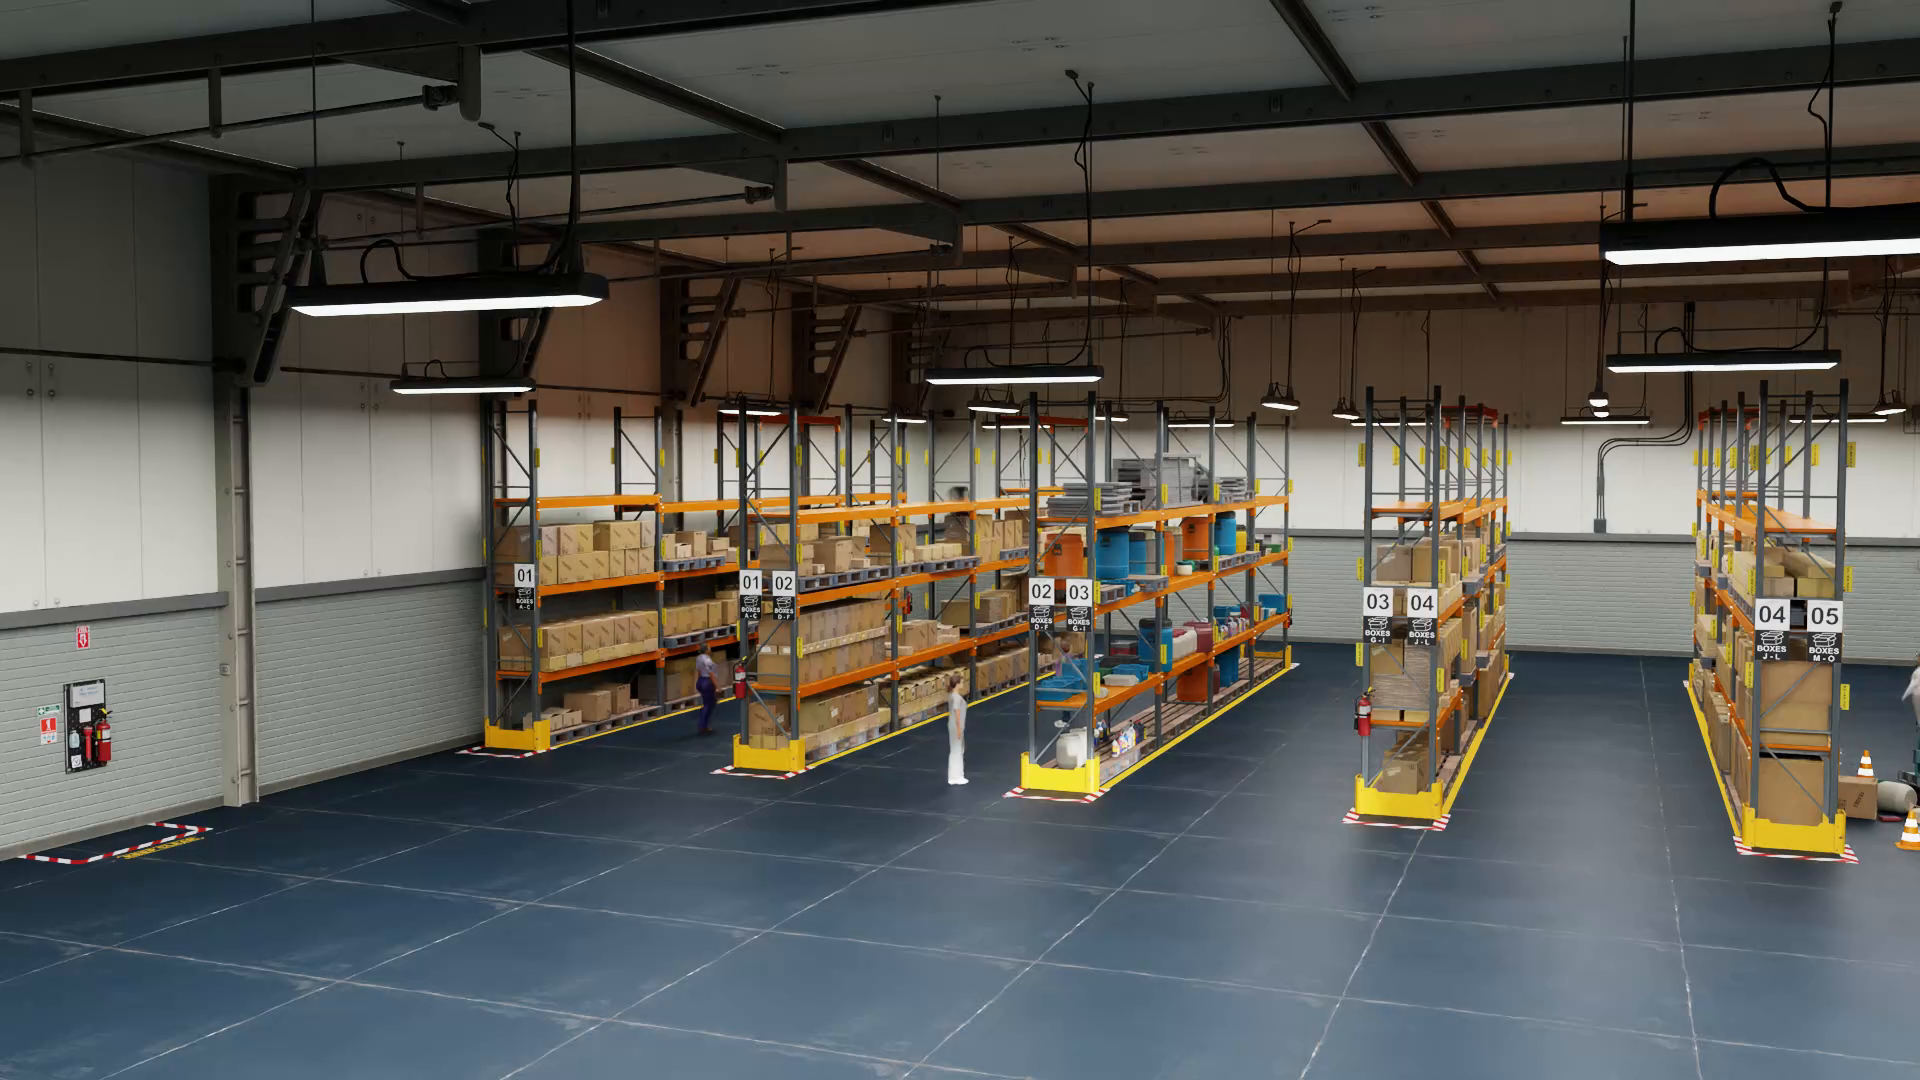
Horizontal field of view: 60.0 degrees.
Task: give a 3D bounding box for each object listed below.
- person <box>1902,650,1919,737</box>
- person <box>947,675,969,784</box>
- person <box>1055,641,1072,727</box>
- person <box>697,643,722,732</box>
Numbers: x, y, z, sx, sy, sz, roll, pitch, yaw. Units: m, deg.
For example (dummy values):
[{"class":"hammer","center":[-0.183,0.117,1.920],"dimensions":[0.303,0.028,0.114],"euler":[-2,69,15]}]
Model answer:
[{"class":"person","center":[16.632,2.736,28.764],"dimensions":[0.567,1.696,0.730],"euler":[0,3,10]},{"class":"person","center":[-0.021,2.927,25.574],"dimensions":[0.398,1.713,0.504],"euler":[0,3,-7]},{"class":"person","center":[1.930,2.670,30.926],"dimensions":[0.355,1.598,0.503],"euler":[1,3,17]},{"class":"person","center":[-4.566,2.696,30.281],"dimensions":[0.466,1.677,0.499],"euler":[-2,3,-35]}]
